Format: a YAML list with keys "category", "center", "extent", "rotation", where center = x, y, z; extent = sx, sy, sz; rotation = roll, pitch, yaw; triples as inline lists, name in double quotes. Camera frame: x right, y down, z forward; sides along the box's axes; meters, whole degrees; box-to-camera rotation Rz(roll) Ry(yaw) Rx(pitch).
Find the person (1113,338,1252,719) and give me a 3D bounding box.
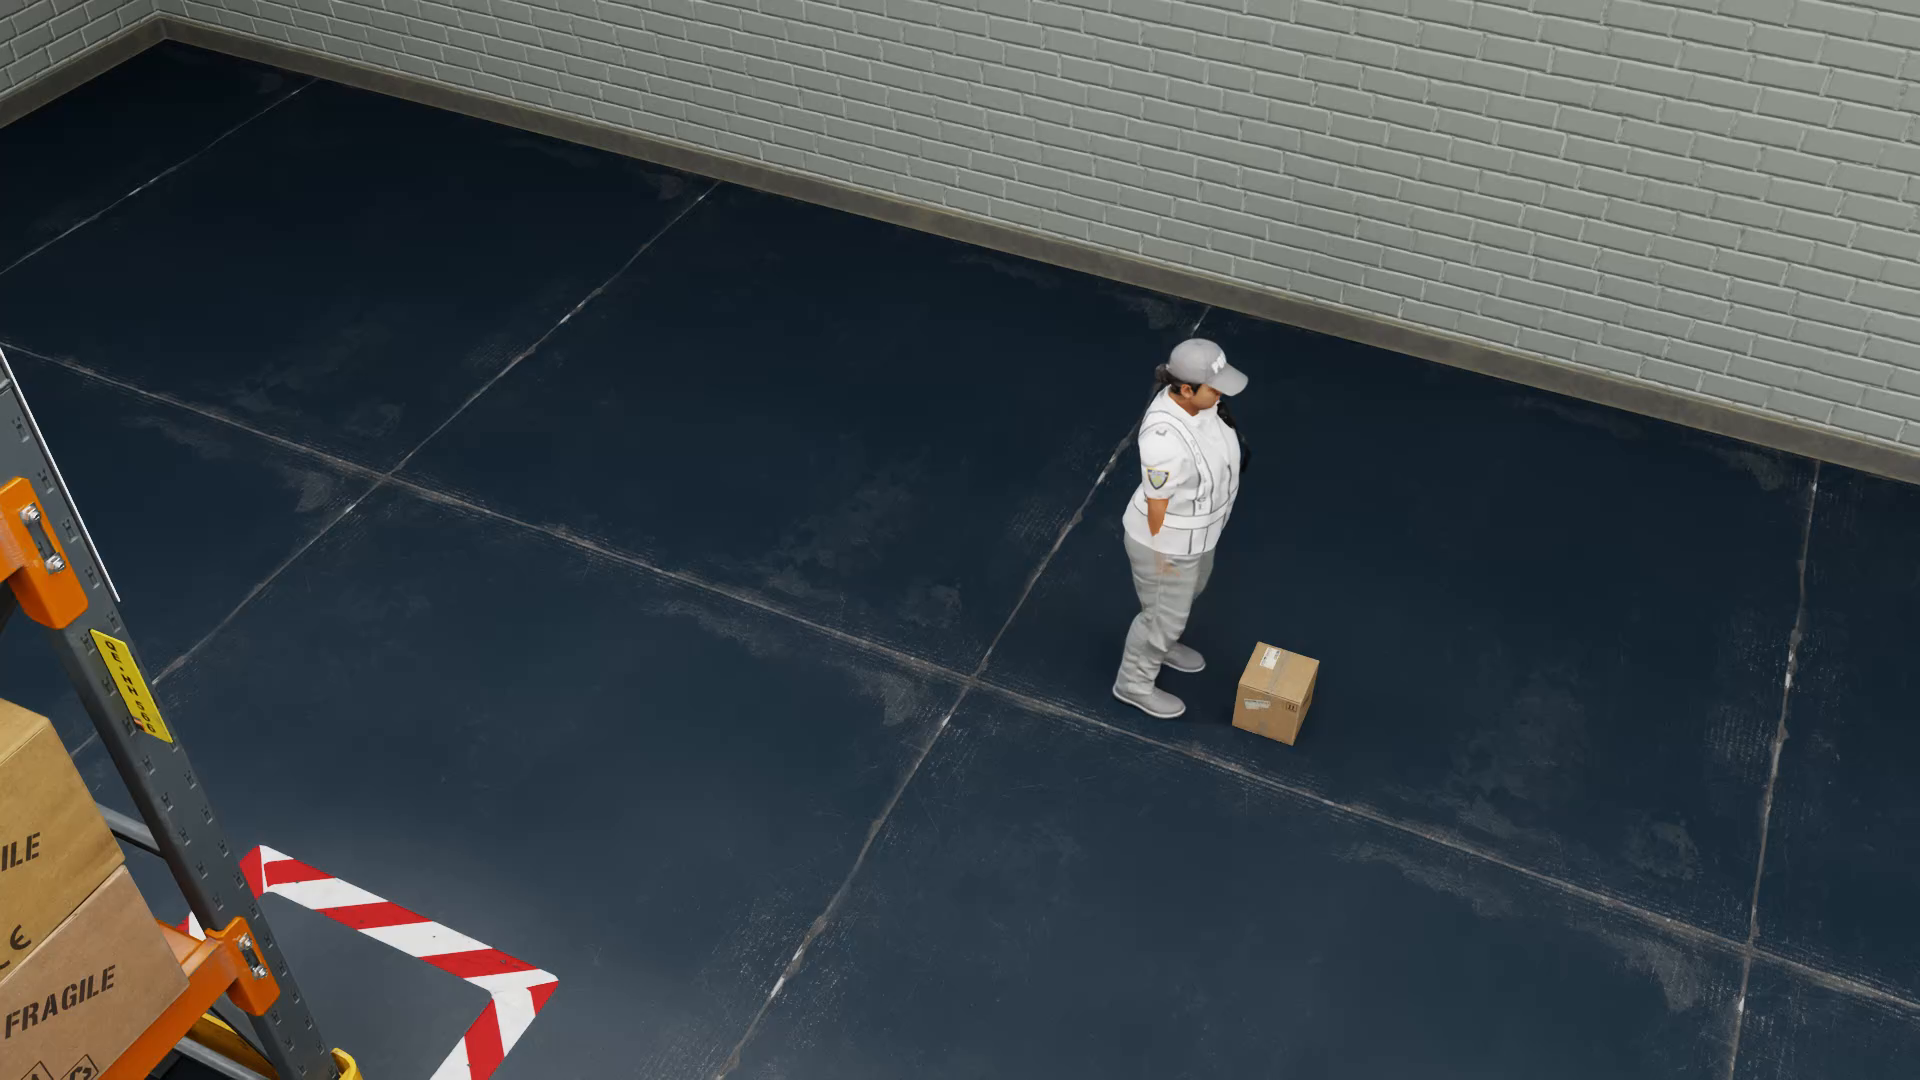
- category: "person"
  center: [0.825, -0.053, 6.227]
  extent: [0.390, 1.663, 0.469]
  rotation: [18, 45, 19]
